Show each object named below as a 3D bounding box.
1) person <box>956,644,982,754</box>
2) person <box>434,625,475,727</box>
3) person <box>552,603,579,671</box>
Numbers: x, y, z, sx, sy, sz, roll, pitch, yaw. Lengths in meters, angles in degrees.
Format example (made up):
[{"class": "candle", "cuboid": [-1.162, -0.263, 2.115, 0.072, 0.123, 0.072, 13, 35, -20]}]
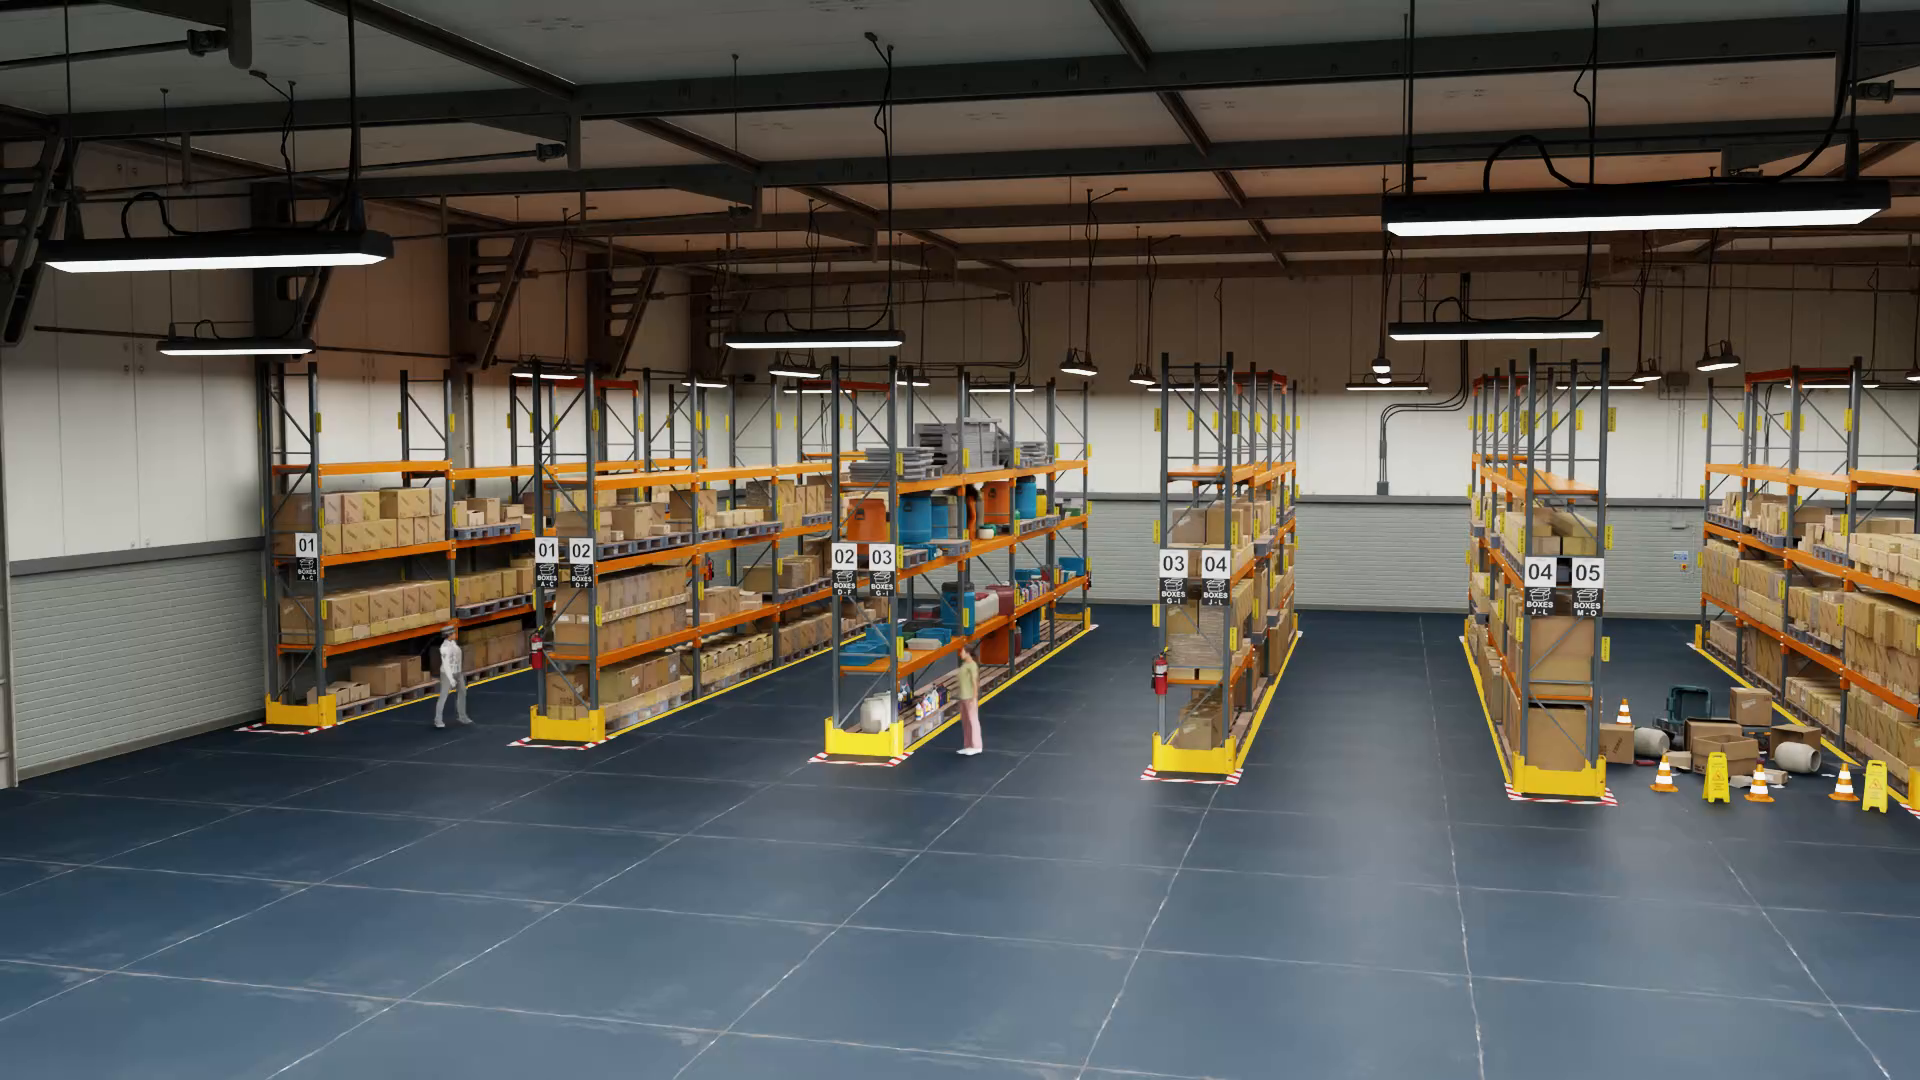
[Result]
[{"class": "person", "cuboid": [0.155, 2.413, 25.089, 0.372, 1.706, 0.550, -2, 4, -22]}, {"class": "person", "cuboid": [-8.400, 2.248, 27.495, 0.466, 1.722, 0.620, 1, 4, 19]}, {"class": "person", "cuboid": [-7.127, 2.018, 30.096, 0.581, 1.809, 0.553, 3, 5, 39]}]
